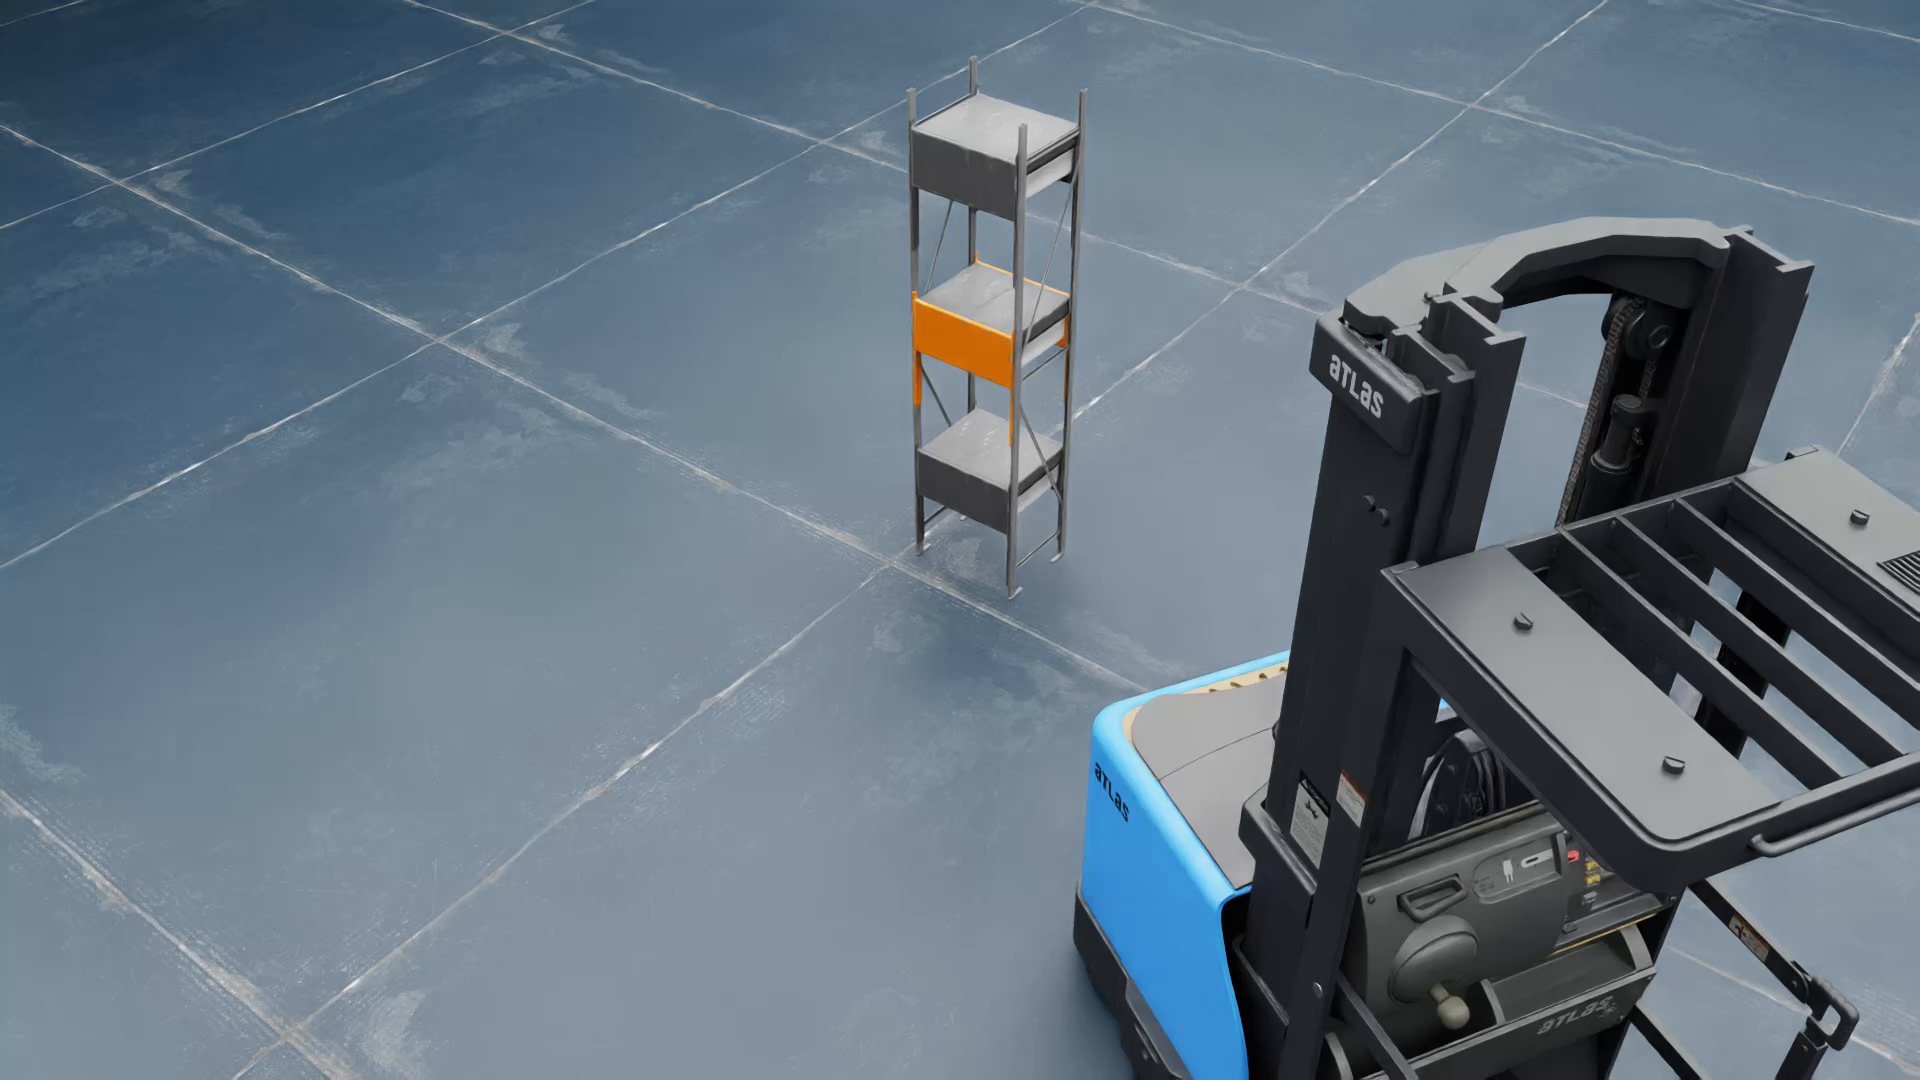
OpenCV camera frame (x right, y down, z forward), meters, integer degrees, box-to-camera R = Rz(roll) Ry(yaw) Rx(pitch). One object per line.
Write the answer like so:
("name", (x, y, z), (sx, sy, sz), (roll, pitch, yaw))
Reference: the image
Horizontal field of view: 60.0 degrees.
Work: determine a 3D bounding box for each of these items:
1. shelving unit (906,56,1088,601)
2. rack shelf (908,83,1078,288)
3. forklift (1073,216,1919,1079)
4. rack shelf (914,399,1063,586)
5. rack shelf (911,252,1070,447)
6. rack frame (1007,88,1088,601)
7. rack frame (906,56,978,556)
("shelving unit", (0.131, -0.765, 6.524), (0.503, 2.100, 0.431), (25, 45, 29))
("rack shelf", (0.131, -1.305, 6.100), (0.480, 0.518, 0.431), (25, 45, 29))
("forklift", (1.411, 0.908, 3.712), (1.130, 2.935, 3.031), (-15, 40, -18))
("rack shelf", (0.131, -0.203, 6.963), (0.480, 0.518, 0.431), (25, 45, 29))
("rack shelf", (0.131, -0.754, 6.532), (0.480, 0.518, 0.431), (25, 45, 29))
("rack frame", (0.325, -0.673, 6.407), (0.015, 2.100, 0.400), (25, 45, 29))
("rack frame", (-0.062, -0.856, 6.640), (0.015, 2.100, 0.400), (25, 45, 29))
